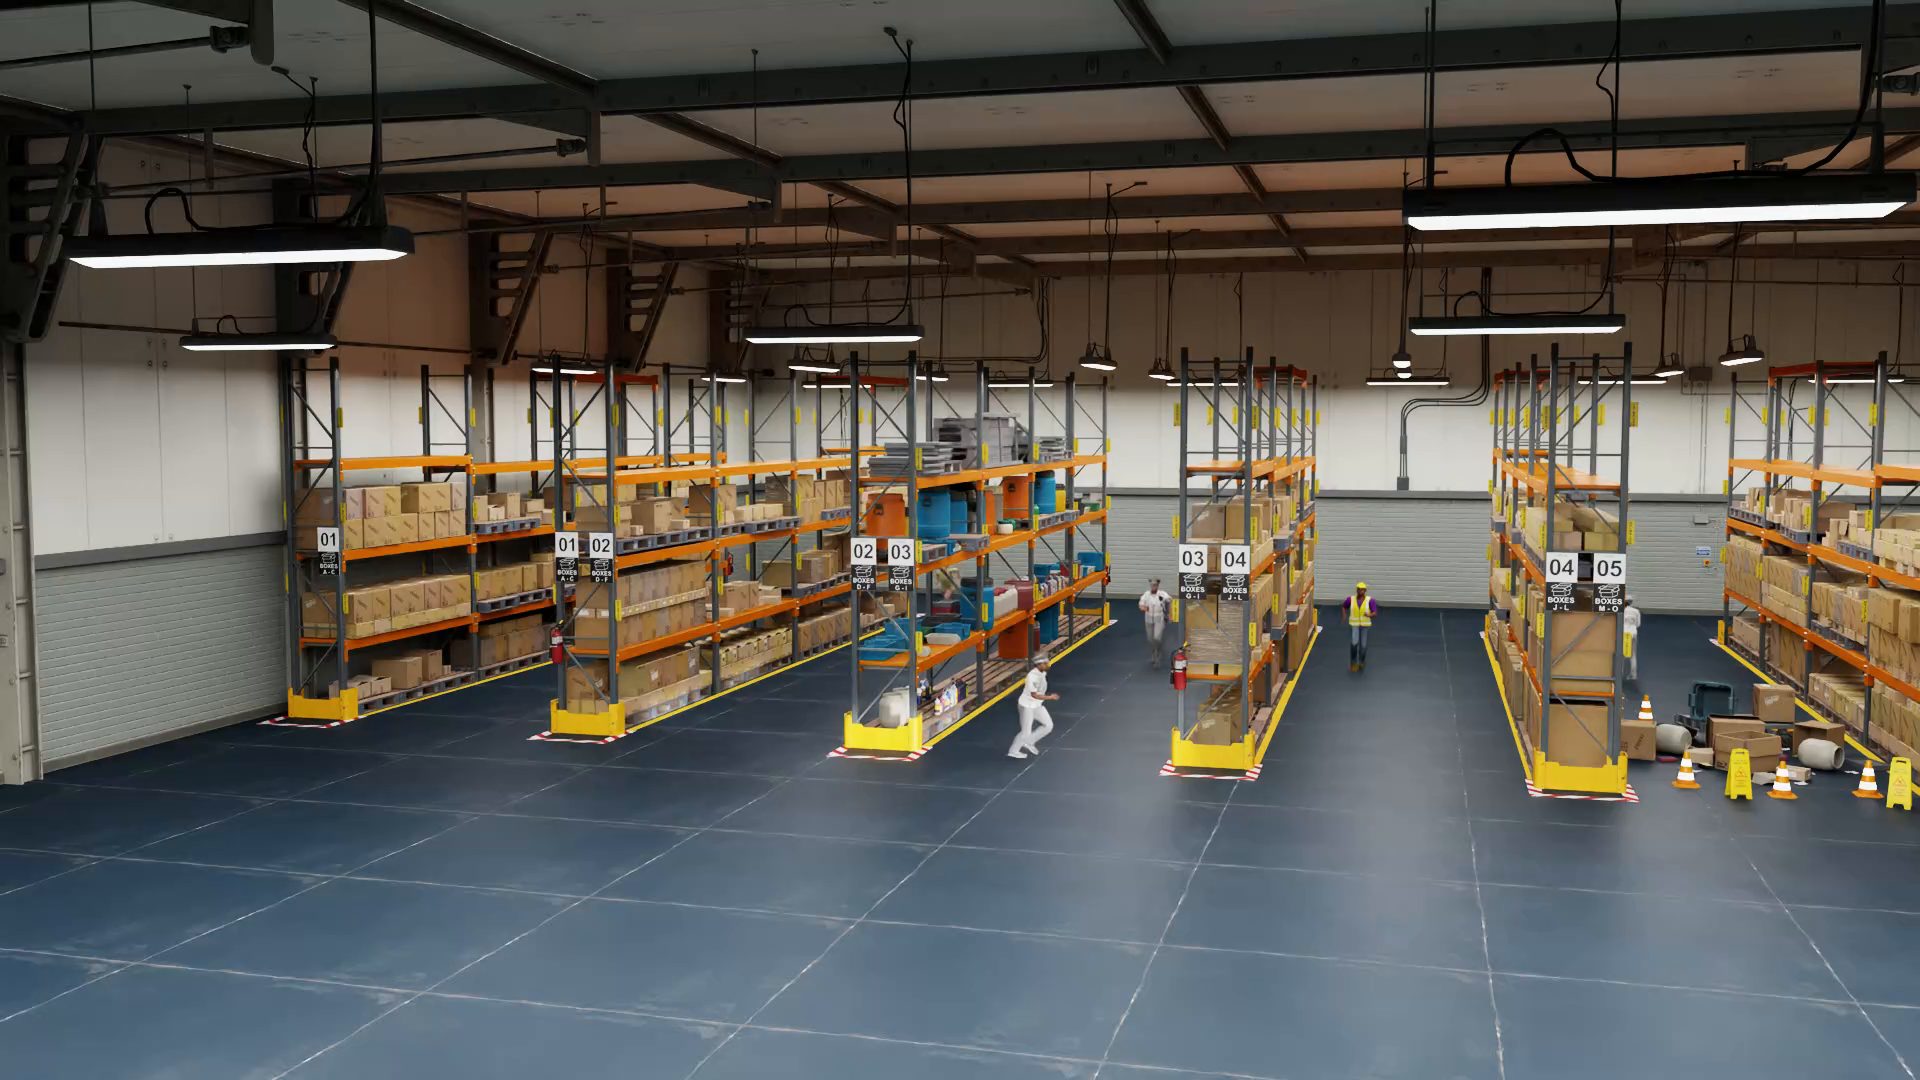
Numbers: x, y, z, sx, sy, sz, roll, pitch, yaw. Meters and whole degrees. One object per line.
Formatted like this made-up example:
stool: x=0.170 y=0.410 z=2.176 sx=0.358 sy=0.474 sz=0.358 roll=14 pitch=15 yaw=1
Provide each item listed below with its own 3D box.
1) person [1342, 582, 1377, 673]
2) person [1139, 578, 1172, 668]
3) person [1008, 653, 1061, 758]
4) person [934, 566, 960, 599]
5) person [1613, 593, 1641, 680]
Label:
person: x=7.868 y=1.721 z=32.741 sx=0.669 sy=1.789 sz=0.727 roll=1 pitch=4 yaw=9
person: x=3.922 y=1.671 z=33.508 sx=0.629 sy=1.839 sz=0.853 roll=2 pitch=4 yaw=20
person: x=1.099 y=2.424 z=24.351 sx=0.845 sy=1.579 sz=0.565 roll=3 pitch=5 yaw=32
person: x=-0.276 y=1.284 z=40.391 sx=0.611 sy=1.601 sz=0.945 roll=2 pitch=5 yaw=22
person: x=12.719 y=1.854 z=31.674 sx=0.528 sy=1.632 sz=0.920 roll=1 pitch=4 yaw=9
